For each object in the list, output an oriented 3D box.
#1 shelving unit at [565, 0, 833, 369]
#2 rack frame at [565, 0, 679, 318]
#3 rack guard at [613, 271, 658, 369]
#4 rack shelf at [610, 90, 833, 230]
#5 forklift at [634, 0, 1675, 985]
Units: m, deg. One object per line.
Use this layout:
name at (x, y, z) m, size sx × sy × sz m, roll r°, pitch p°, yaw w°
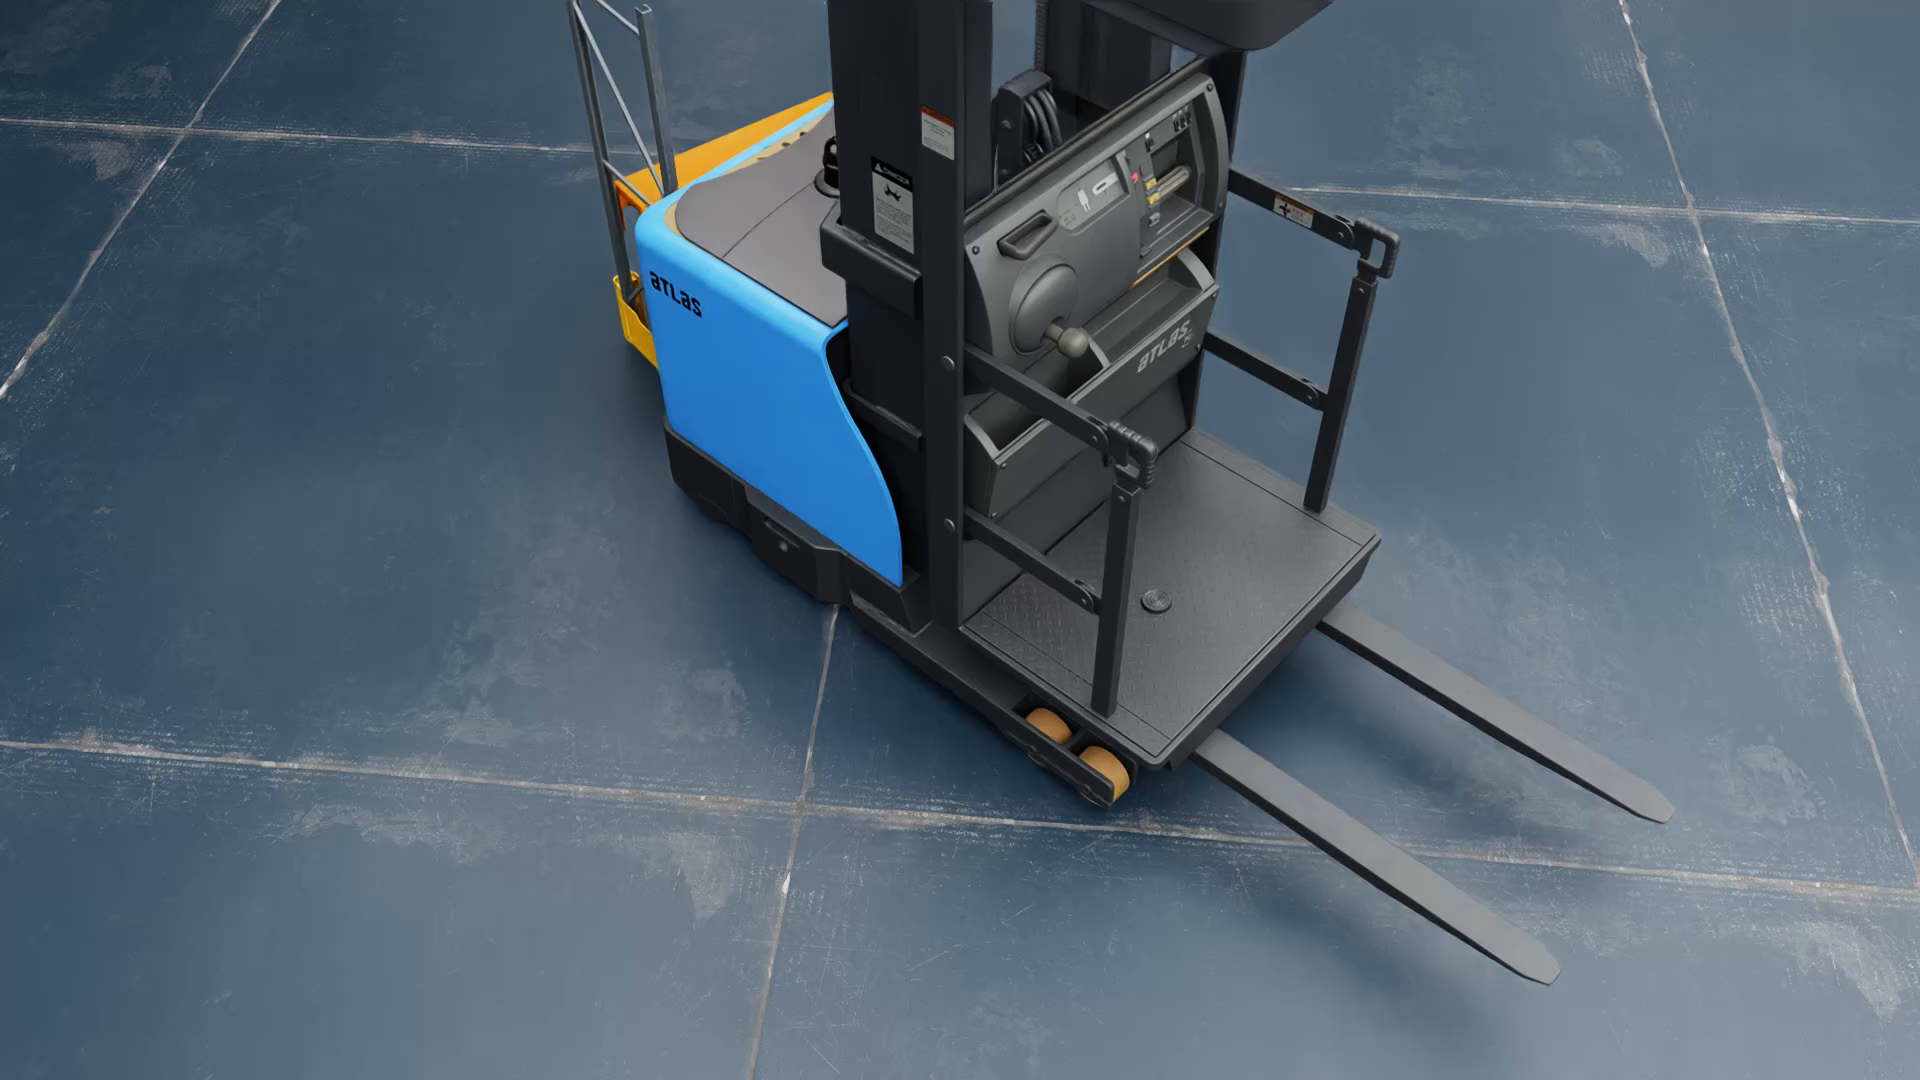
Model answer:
shelving unit at (-0.599, -1.315, 5.436) m, size 1.083 × 1.500 × 0.587 m, roll -30°, pitch 54°, yaw -25°
rack frame at (-1.006, -1.080, 5.221) m, size 0.032 × 1.500 × 0.500 m, roll -30°, pitch 54°, yaw -25°
rack guard at (-0.991, -0.667, 5.690) m, size 0.087 × 0.250 × 0.587 m, roll -30°, pitch 54°, yaw -25°
rack shelf at (-0.606, -1.189, 5.565) m, size 1.000 × 0.185 × 0.538 m, roll -30°, pitch 54°, yaw -25°
forklift at (0.506, -0.702, 3.906) m, size 3.031 × 2.935 × 1.130 m, roll 33°, pitch 56°, yaw 27°
